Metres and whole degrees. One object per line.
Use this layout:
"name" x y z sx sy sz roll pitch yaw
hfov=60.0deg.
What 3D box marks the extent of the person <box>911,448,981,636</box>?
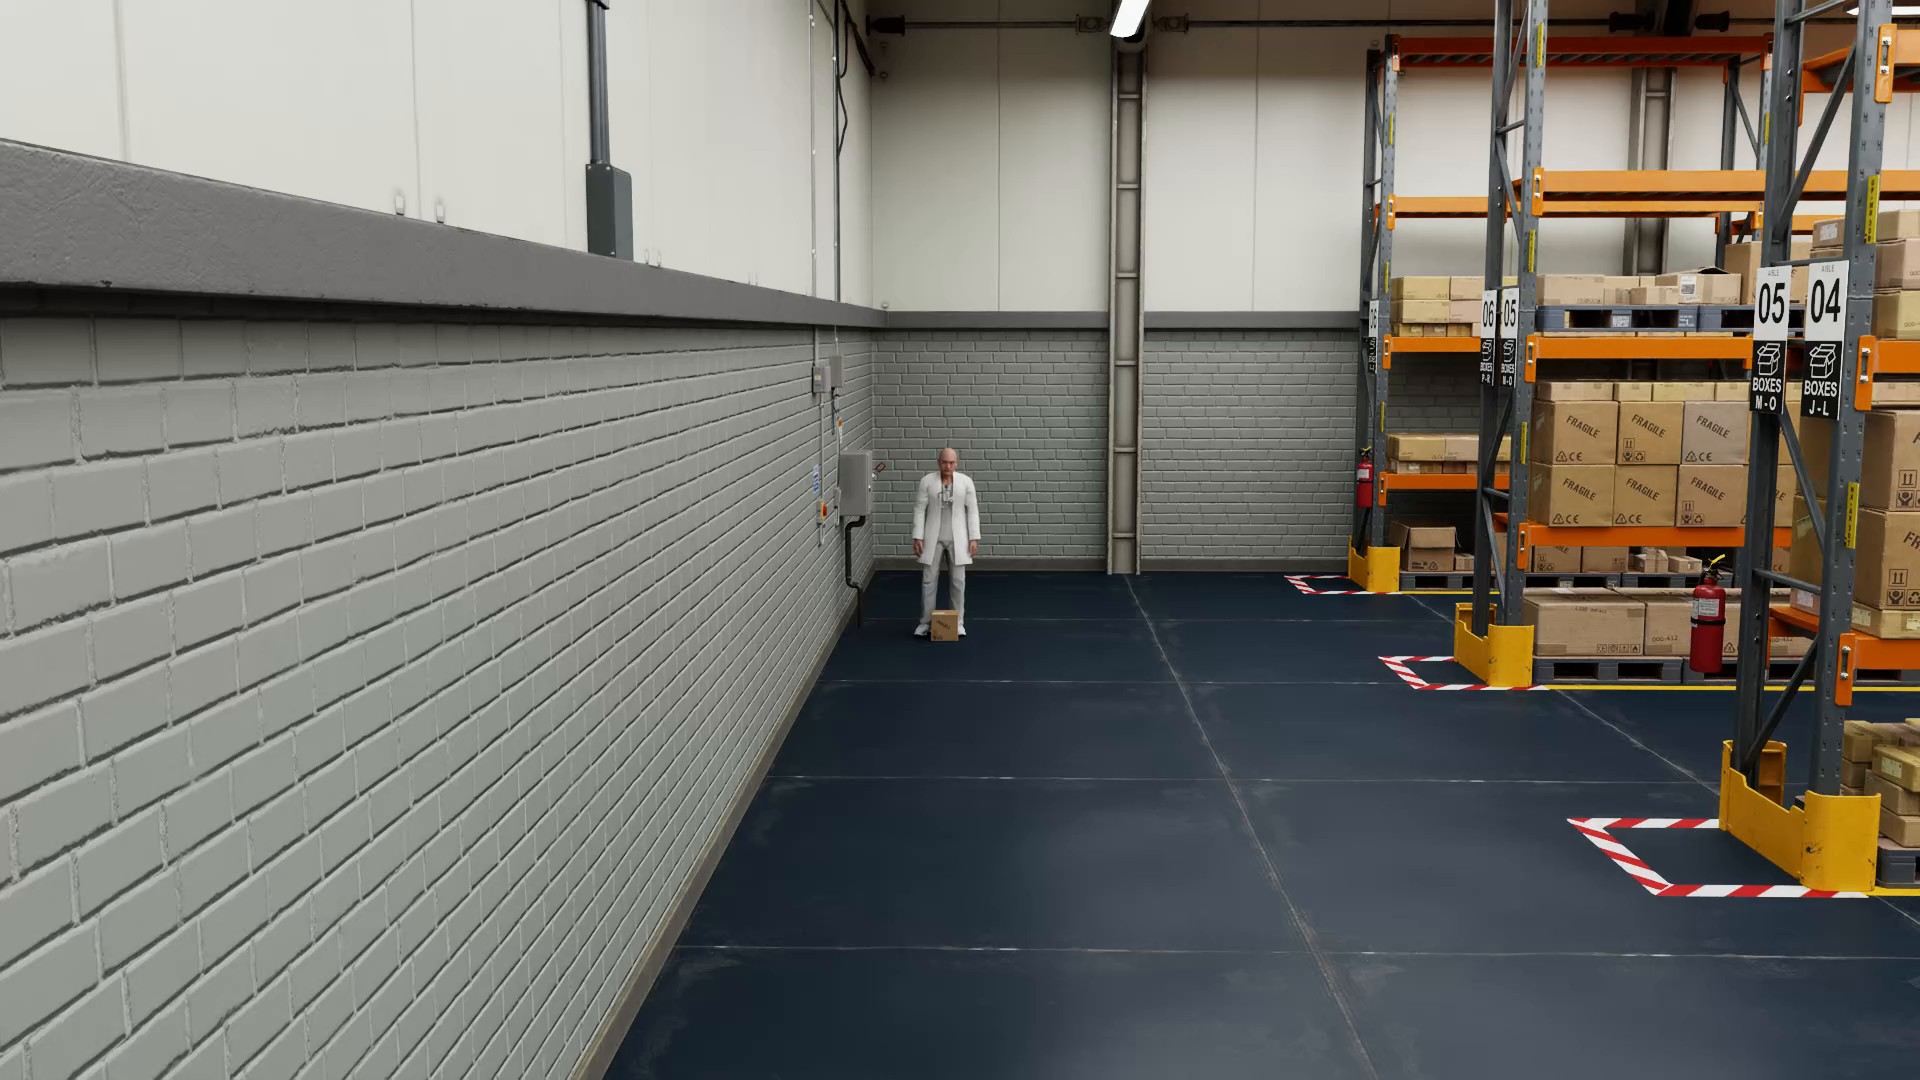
"person" -0.133 0.013 15.715 0.656 1.774 0.404 0 7 -1
